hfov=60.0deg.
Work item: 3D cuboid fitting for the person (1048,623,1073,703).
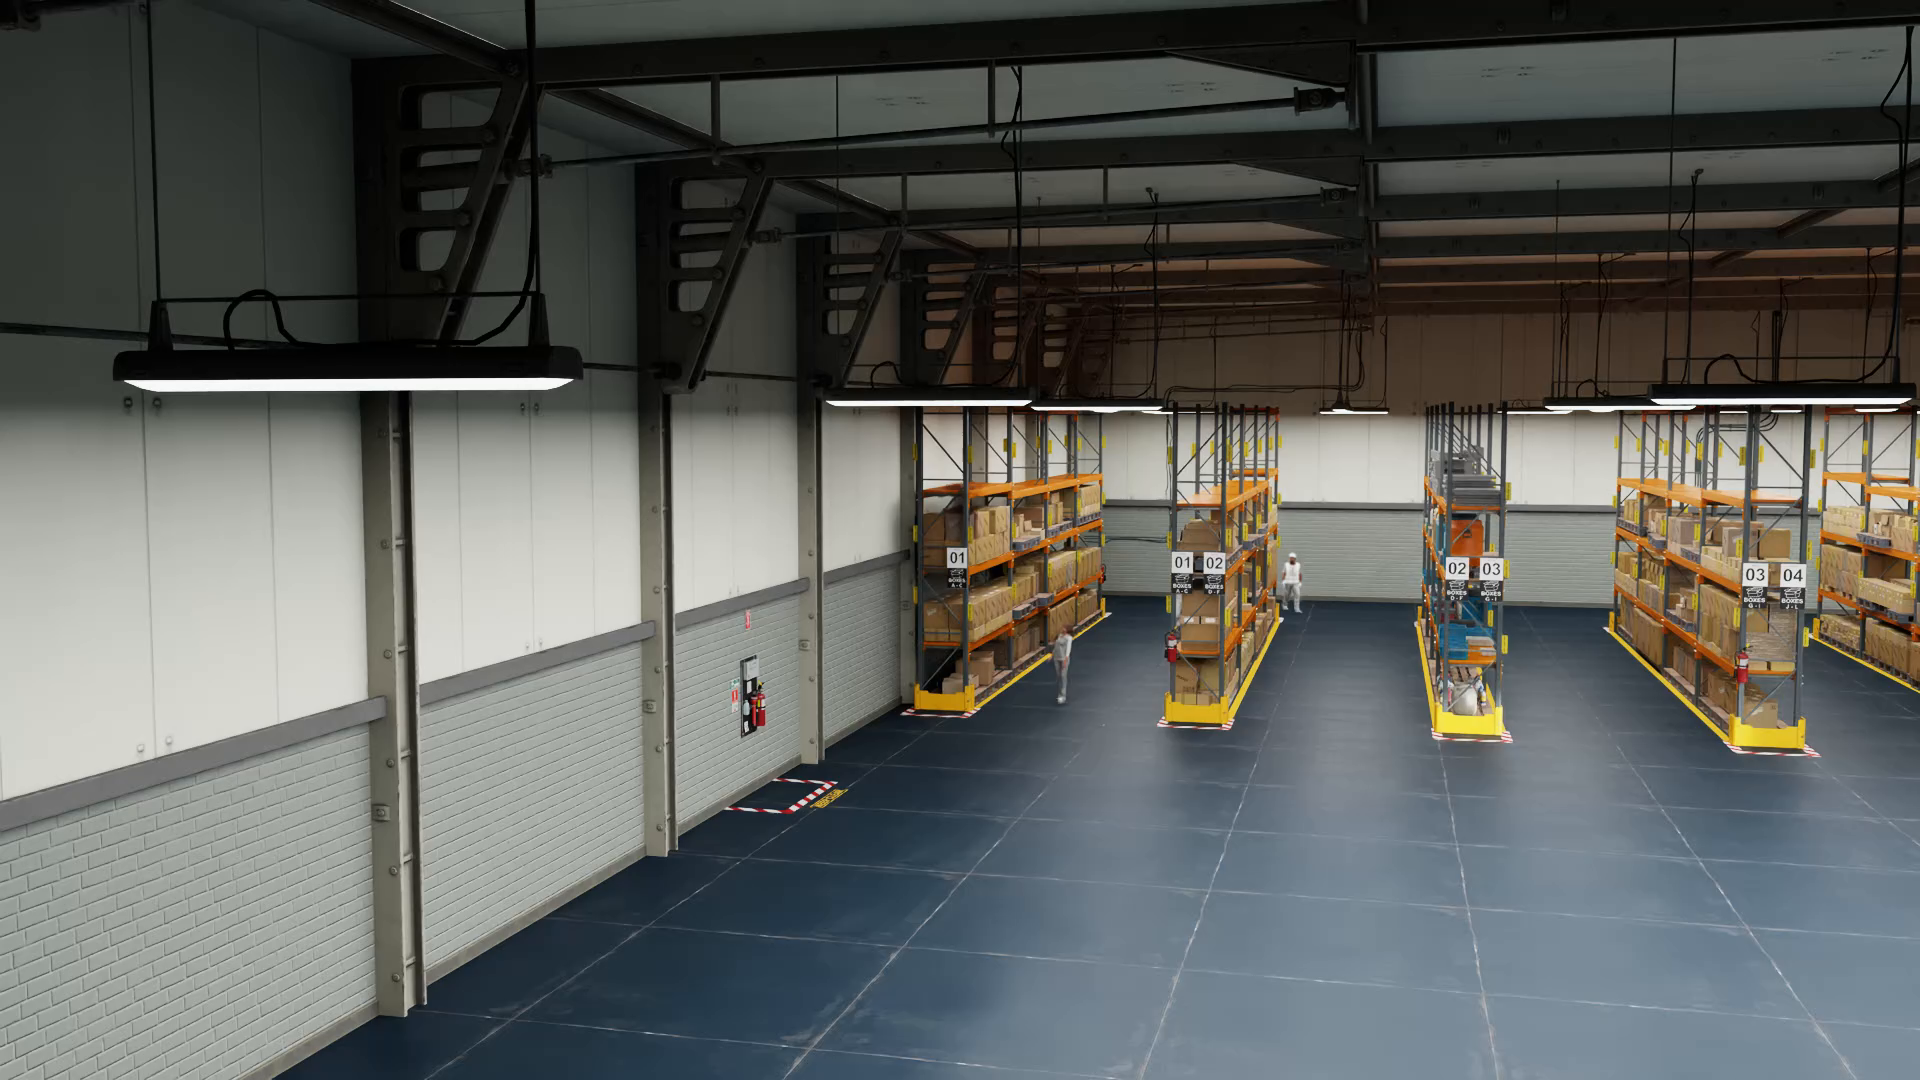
[{"bbox_3d":[2.025,2.510,33.575,0.459,1.515,0.536,3,5,39],"label":"person"}]

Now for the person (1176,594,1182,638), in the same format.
[{"bbox_3d":[5.816,1.670,43.552,0.619,1.813,0.877,1,4,15],"label":"person"}]

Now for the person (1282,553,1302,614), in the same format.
[{"bbox_3d":[9.729,1.260,48.657,0.652,1.750,0.980,-1,4,-9],"label":"person"}]
